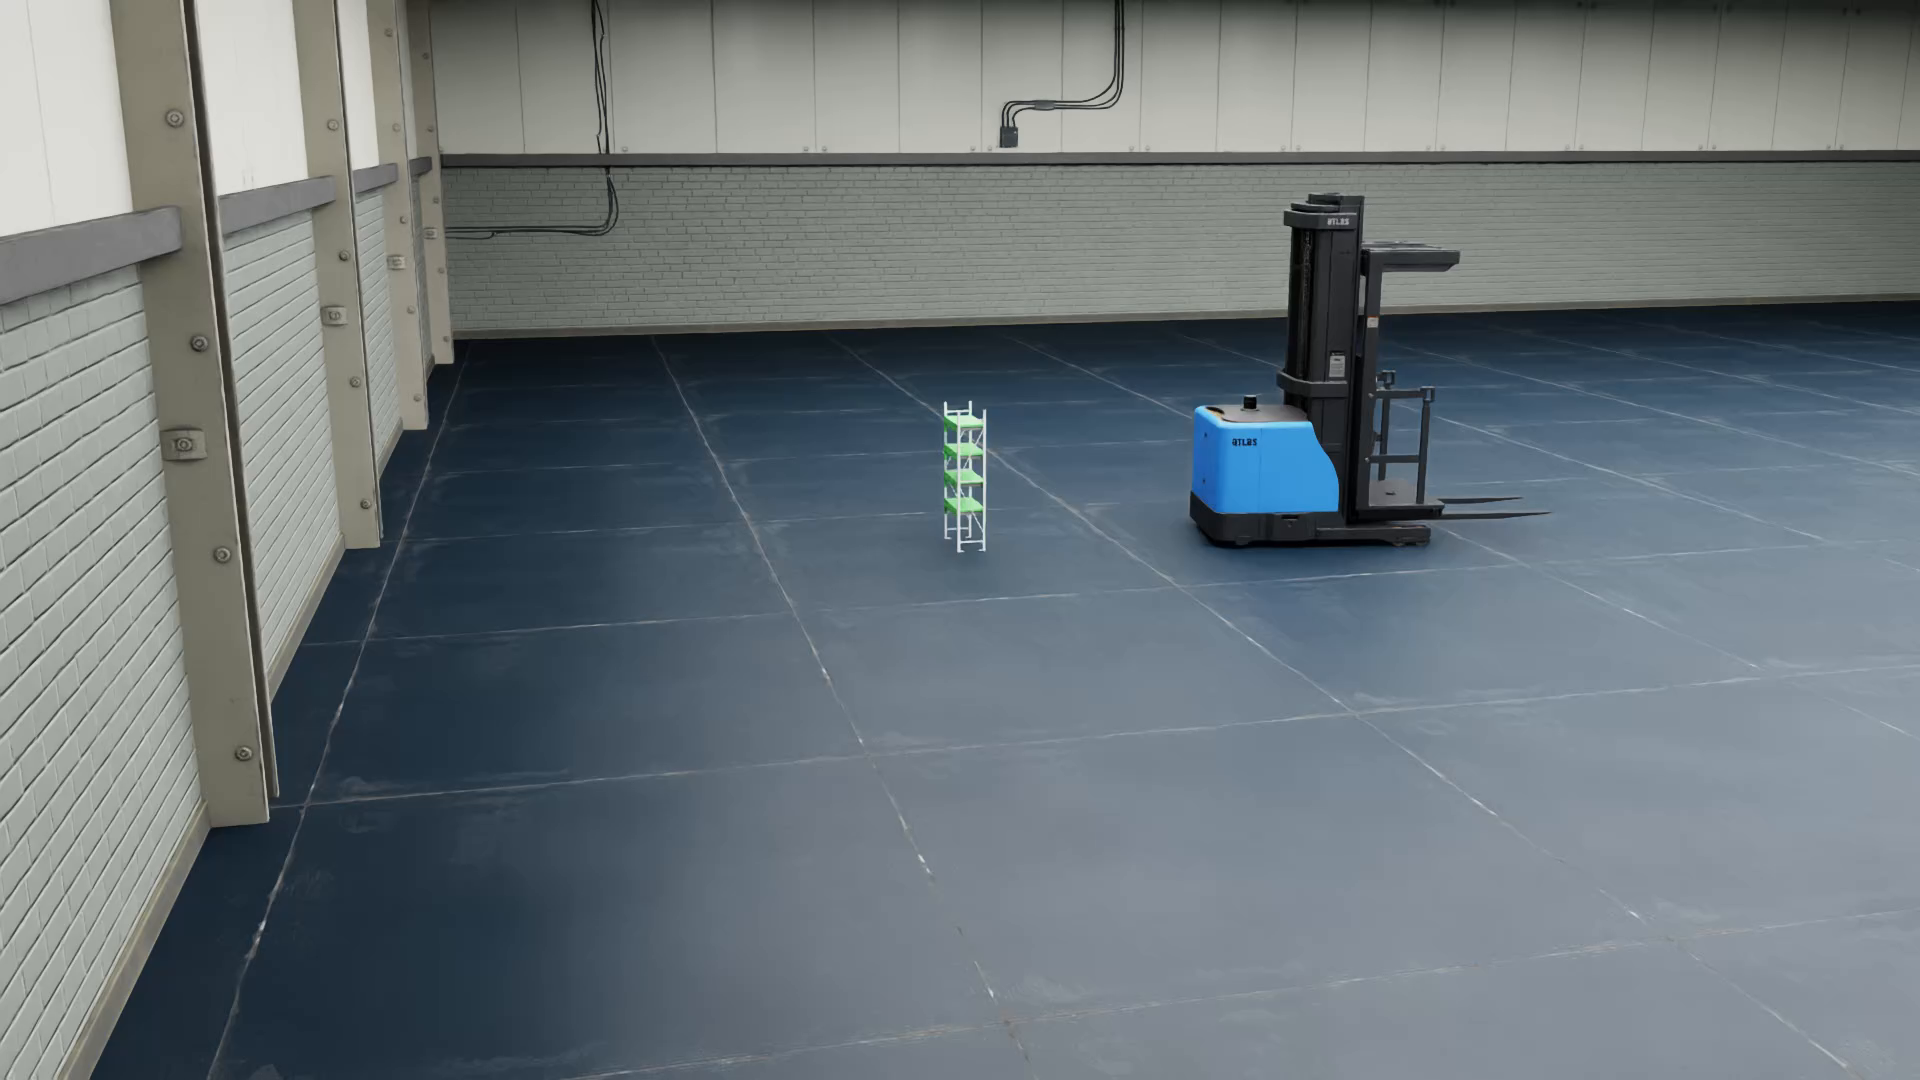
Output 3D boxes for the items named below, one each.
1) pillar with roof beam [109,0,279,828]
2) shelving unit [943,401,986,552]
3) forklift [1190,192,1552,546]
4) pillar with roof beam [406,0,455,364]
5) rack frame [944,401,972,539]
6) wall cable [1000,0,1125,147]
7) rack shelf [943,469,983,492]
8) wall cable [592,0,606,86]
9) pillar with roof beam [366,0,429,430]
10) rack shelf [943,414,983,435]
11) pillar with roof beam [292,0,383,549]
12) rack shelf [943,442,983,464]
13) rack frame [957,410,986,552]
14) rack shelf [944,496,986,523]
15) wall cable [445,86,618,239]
[{"bbox_3d":[0.446,-3.203,8.576,9.100,9.000,0.400,-3,14,-13],"label":"pillar with roof beam"},{"bbox_3d":[0.039,-0.545,14.128,0.258,1.200,0.503,-3,14,-13],"label":"shelving unit"},{"bbox_3d":[3.617,-1.497,14.380,3.031,2.935,1.130,-1,14,-5],"label":"forklift"},{"bbox_3d":[-3.781,-7.355,25.572,9.100,9.000,0.400,-3,14,-13],"label":"pillar with roof beam"},{"bbox_3d":[-0.018,-0.601,14.359,0.240,1.200,0.015,-3,14,-13],"label":"rack frame"},{"bbox_3d":[1.859,-10.046,29.421,2.305,6.003,0.169,-3,14,-13],"label":"wall cable"},{"bbox_3d":[0.039,-0.483,14.144,0.258,0.148,0.480,-3,14,-13],"label":"rack shelf"},{"bbox_3d":[-4.743,-8.964,28.060,3.097,2.526,0.112,-3,14,-13],"label":"wall cable"},{"bbox_3d":[-2.372,-5.971,19.907,9.100,9.000,0.400,-3,14,-13],"label":"pillar with roof beam"},{"bbox_3d":[0.039,-0.949,14.030,0.258,0.148,0.480,-3,14,-13],"label":"rack shelf"},{"bbox_3d":[-0.963,-4.587,14.241,9.100,9.000,0.400,-3,14,-13],"label":"pillar with roof beam"},{"bbox_3d":[0.039,-0.716,14.087,0.258,0.148,0.480,-3,14,-13],"label":"rack shelf"},{"bbox_3d":[0.096,-0.488,13.898,0.240,1.200,0.015,-3,14,-13],"label":"rack frame"},{"bbox_3d":[0.039,-0.249,14.200,0.258,0.148,0.480,-3,14,-13],"label":"rack shelf"},{"bbox_3d":[-7.373,-6.360,28.042,3.097,2.526,0.112,-3,14,-13],"label":"wall cable"}]
